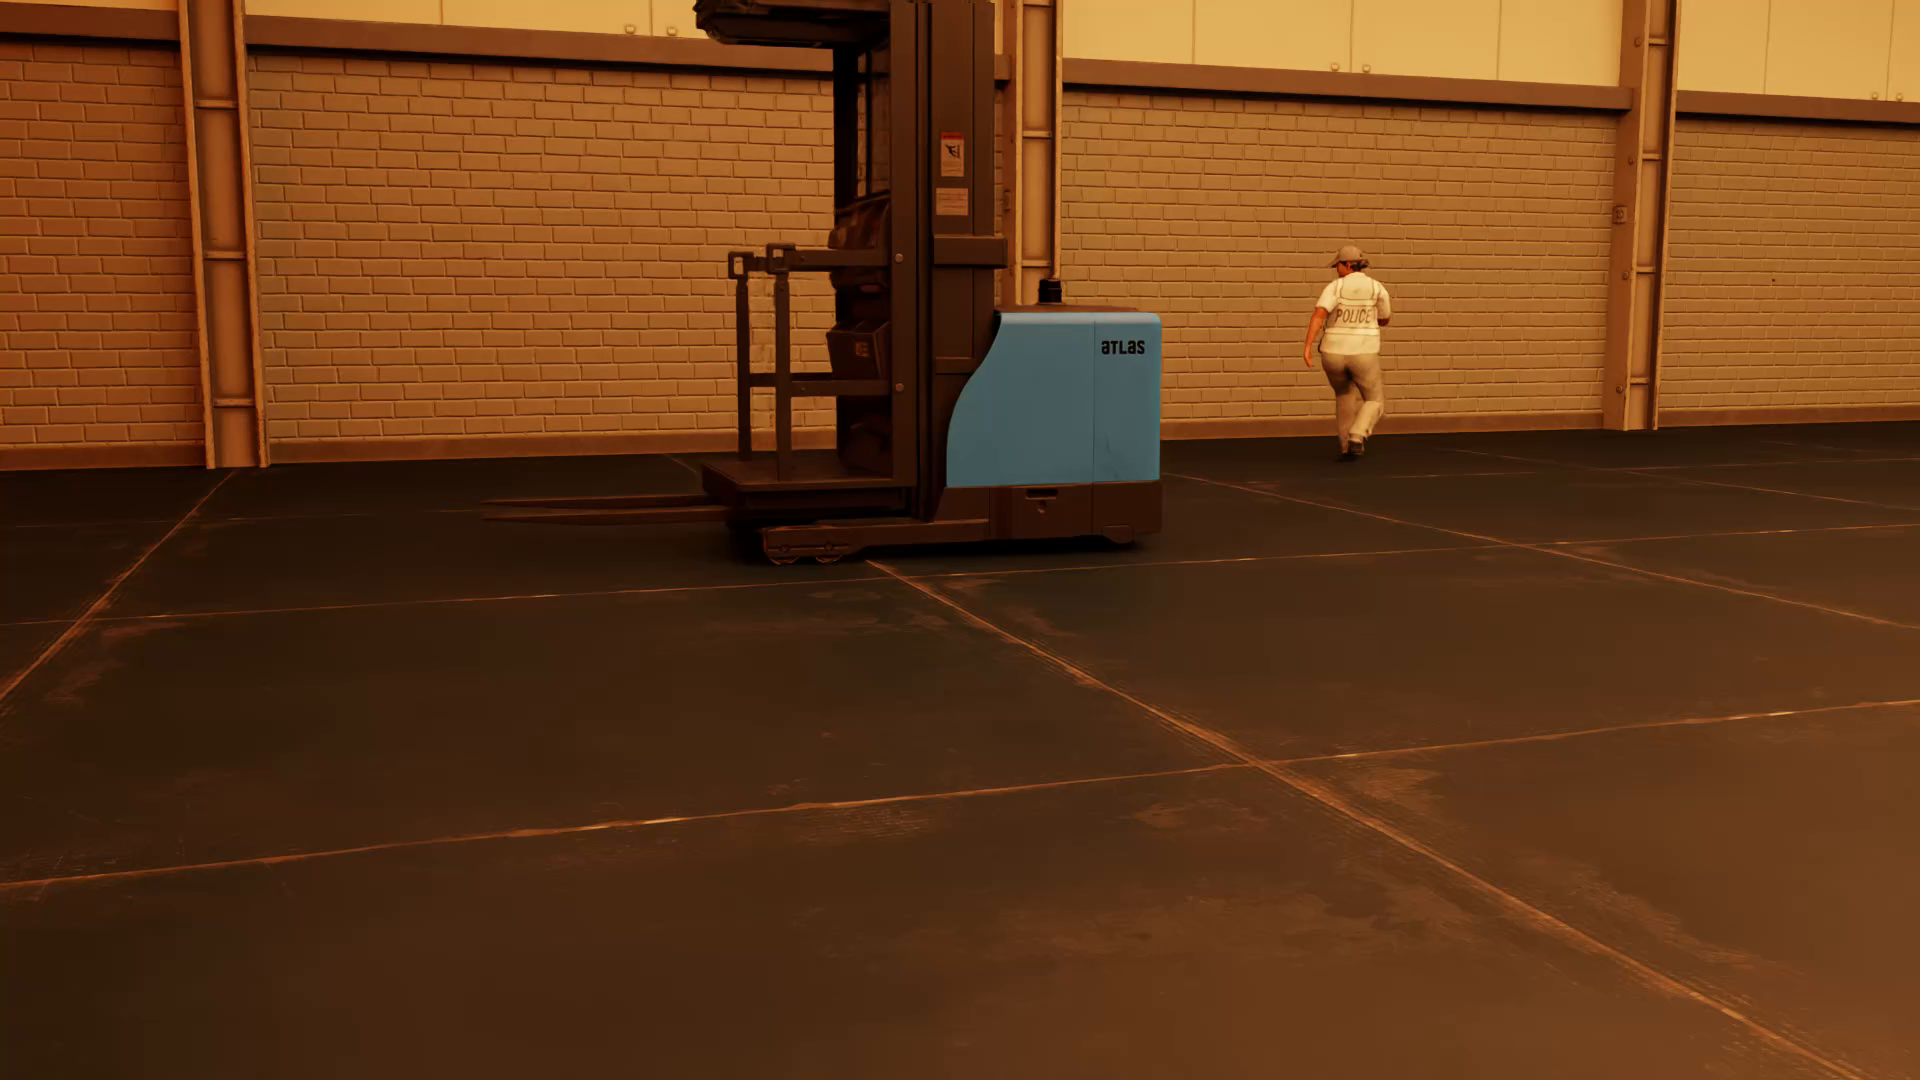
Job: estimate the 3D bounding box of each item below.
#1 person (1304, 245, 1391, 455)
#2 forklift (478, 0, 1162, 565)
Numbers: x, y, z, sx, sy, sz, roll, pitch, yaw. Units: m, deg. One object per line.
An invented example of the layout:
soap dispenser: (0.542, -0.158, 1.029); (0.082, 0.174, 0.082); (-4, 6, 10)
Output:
person: (2.906, -1.391, 12.377); (0.529, 1.585, 0.787); (4, 9, 25)
forklift: (-0.643, -1.423, 7.509); (3.031, 2.935, 1.130); (-2, 8, -17)
